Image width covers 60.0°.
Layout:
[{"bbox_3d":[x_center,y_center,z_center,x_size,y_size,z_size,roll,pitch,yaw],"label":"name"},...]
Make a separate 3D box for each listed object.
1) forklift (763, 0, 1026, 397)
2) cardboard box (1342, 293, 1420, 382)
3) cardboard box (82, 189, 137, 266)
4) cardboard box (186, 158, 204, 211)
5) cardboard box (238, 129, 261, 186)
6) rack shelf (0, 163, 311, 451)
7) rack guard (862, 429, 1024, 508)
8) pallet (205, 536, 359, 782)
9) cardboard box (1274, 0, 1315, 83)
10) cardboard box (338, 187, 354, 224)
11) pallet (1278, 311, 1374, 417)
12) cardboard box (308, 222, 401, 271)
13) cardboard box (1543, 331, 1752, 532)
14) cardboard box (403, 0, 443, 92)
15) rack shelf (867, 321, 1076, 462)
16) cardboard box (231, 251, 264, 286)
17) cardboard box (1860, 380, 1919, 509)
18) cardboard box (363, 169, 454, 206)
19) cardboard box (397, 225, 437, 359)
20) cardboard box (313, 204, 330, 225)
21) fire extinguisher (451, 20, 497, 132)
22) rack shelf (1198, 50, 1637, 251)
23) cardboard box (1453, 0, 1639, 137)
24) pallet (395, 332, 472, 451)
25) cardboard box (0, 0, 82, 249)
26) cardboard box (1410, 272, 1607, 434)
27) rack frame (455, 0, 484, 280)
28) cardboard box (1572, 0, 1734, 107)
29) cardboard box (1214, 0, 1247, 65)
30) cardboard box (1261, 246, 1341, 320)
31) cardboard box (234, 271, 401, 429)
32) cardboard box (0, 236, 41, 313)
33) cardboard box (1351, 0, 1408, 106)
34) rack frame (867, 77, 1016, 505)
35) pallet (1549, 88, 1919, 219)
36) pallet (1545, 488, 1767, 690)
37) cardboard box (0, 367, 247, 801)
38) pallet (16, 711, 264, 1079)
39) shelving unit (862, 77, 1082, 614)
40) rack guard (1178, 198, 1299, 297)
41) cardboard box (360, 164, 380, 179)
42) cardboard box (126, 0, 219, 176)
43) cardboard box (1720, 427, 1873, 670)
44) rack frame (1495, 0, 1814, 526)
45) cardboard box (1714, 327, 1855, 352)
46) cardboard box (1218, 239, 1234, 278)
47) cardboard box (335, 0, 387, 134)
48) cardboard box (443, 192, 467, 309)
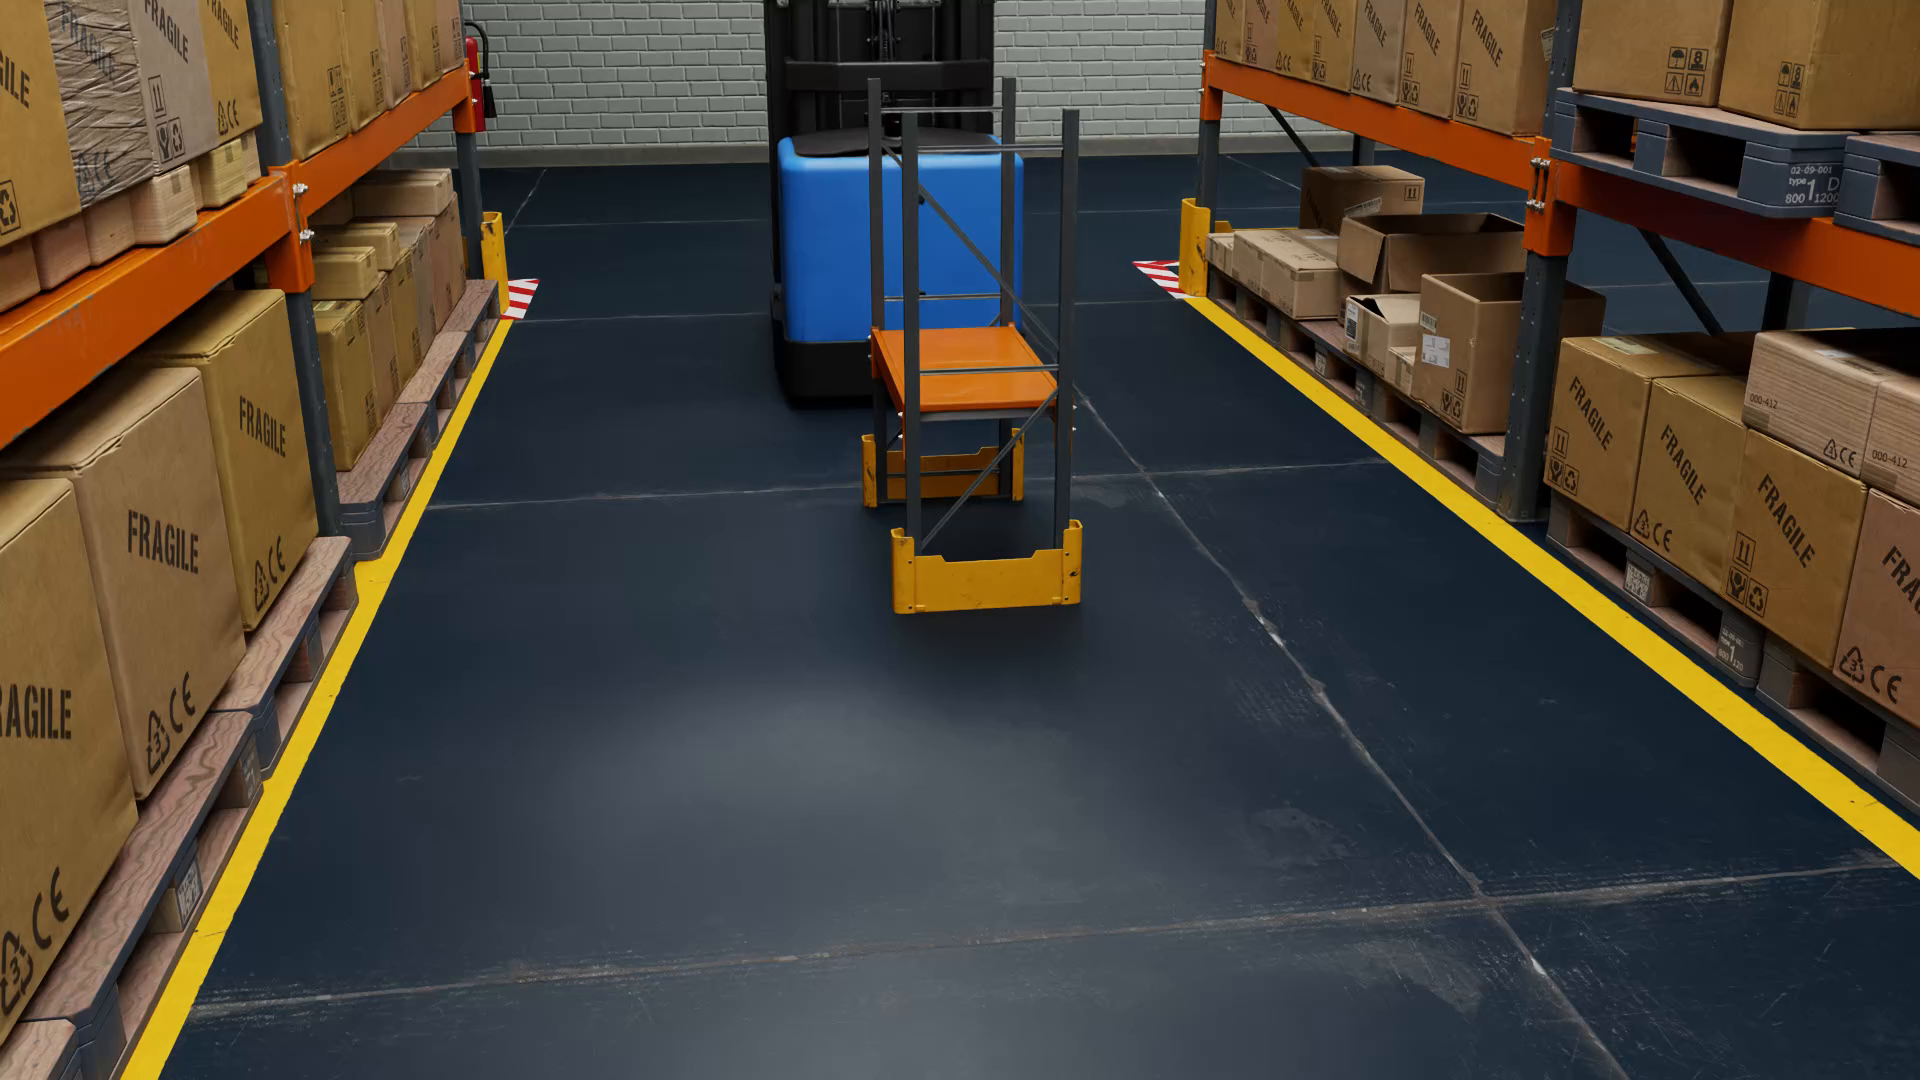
[{"bbox_3d":[-0.414,-2.465,8.126,1.130,2.935,3.031,-3,21,-7],"label":"forklift"},{"bbox_3d":[1.954,-0.891,7.030,0.500,0.311,0.500,-3,21,-8],"label":"cardboard box"},{"bbox_3d":[-2.029,-0.685,3.594,0.380,0.149,0.250,-3,21,-8],"label":"cardboard box"},{"bbox_3d":[-2.095,-0.862,4.067,0.380,0.149,0.250,-2,21,-6],"label":"cardboard box"},{"bbox_3d":[-2.148,-1.040,4.544,0.380,0.149,0.250,-3,21,-7],"label":"cardboard box"},{"bbox_3d":[-2.188,-0.222,3.050,1.077,0.370,4.000,-3,21,-8],"label":"rack shelf"},{"bbox_3d":[-0.061,-0.263,6.063,0.587,0.250,0.087,-3,21,-8],"label":"rack guard"},{"bbox_3d":[-2.291,0.319,4.561,1.003,0.211,1.213,-3,21,-8],"label":"pallet"},{"bbox_3d":[1.800,-2.415,7.751,0.500,0.500,0.500,-3,21,-8],"label":"cardboard box"},{"bbox_3d":[-2.960,-1.499,7.489,0.380,0.149,0.250,-3,21,-7],"label":"cardboard box"},{"bbox_3d":[2.148,-0.857,7.709,1.003,0.211,1.213,-3,21,-8],"label":"pallet"},{"bbox_3d":[-2.427,-1.153,6.562,0.380,0.149,0.250,-4,21,-9],"label":"cardboard box"},{"bbox_3d":[2.253,-0.358,5.330,0.500,0.500,0.500,-4,21,-10],"label":"cardboard box"},{"bbox_3d":[-2.854,-2.349,7.290,0.980,0.700,0.700,-3,21,-8],"label":"cardboard box"},{"bbox_3d":[0.012,-0.505,5.438,0.538,0.185,1.000,-3,21,-8],"label":"rack shelf"},{"bbox_3d":[-2.775,-1.058,6.307,0.380,0.149,0.250,-4,21,-9],"label":"cardboard box"},{"bbox_3d":[2.470,-0.189,3.807,0.500,0.250,0.500,-3,21,-9],"label":"cardboard box"},{"bbox_3d":[-2.655,-1.693,8.007,0.380,0.149,0.250,-3,21,-8],"label":"cardboard box"},{"bbox_3d":[-2.708,-1.077,7.285,0.700,0.500,0.500,-4,21,-10],"label":"cardboard box"},{"bbox_3d":[-2.885,-1.323,7.015,0.380,0.149,0.250,-3,21,-7],"label":"cardboard box"},{"bbox_3d":[-2.618,-2.501,8.768,0.296,0.674,0.183,-3,21,-8],"label":"fire extinguisher"},{"bbox_3d":[2.136,-1.858,7.431,1.077,0.370,4.000,-3,21,-8],"label":"rack shelf"},{"bbox_3d":[2.099,-1.709,5.862,0.500,0.500,0.500,-3,21,-7],"label":"cardboard box"},{"bbox_3d":[-2.688,-0.635,7.115,1.003,0.211,1.213,-3,21,-8],"label":"pallet"},{"bbox_3d":[-1.936,-0.776,2.911,0.500,0.500,0.500,-2,21,-6],"label":"cardboard box"},{"bbox_3d":[2.062,-0.720,6.301,0.500,0.500,0.500,-3,21,-8],"label":"cardboard box"},{"bbox_3d":[-3.053,-2.636,8.487,1.000,3.000,0.127,-3,21,-8],"label":"rack frame"},{"bbox_3d":[2.272,-1.570,4.891,0.700,0.500,0.500,-10,23,-26],"label":"cardboard box"},{"bbox_3d":[1.651,-2.767,8.695,0.500,0.500,0.500,-2,21,-7],"label":"cardboard box"},{"bbox_3d":[1.790,-1.256,8.094,0.500,0.250,0.500,-3,21,-8],"label":"cardboard box"},{"bbox_3d":[-2.552,-0.715,6.316,0.700,0.500,0.500,-3,21,-8],"label":"cardboard box"},{"bbox_3d":[-1.981,-0.505,3.112,0.380,0.149,0.250,-2,21,-6],"label":"cardboard box"},{"bbox_3d":[1.947,-2.065,6.816,0.500,0.500,0.500,-2,21,-7],"label":"cardboard box"},{"bbox_3d":[-0.061,-0.849,5.846,0.500,1.500,0.032,-3,21,-8],"label":"rack frame"},{"bbox_3d":[2.432,-1.130,4.729,1.003,0.211,1.213,-3,21,-8],"label":"pallet"},{"bbox_3d":[2.579,0.084,5.190,1.003,0.211,1.213,-3,21,-8],"label":"pallet"},{"bbox_3d":[-2.123,0.085,3.673,0.750,0.750,0.750,-2,21,-6],"label":"cardboard box"},{"bbox_3d":[-2.112,0.742,3.428,1.003,0.211,1.213,-3,21,-8],"label":"pallet"},{"bbox_3d":[0.011,-0.676,5.383,0.587,1.500,1.083,-3,21,-8],"label":"shelving unit"},{"bbox_3d":[1.859,-1.690,9.526,1.175,0.500,0.348,-3,21,-8],"label":"rack guard"},{"bbox_3d":[-3.069,-1.761,8.190,0.380,0.149,0.250,-3,21,-7],"label":"cardboard box"},{"bbox_3d":[-2.077,-1.123,3.840,0.500,0.500,0.500,-3,21,-7],"label":"cardboard box"},{"bbox_3d":[2.406,0.000,4.373,0.500,0.500,0.500,-3,21,-7],"label":"cardboard box"},{"bbox_3d":[2.425,-1.502,5.451,1.000,3.000,0.127,-3,21,-8],"label":"rack frame"},{"bbox_3d":[2.780,-0.381,5.393,0.500,0.500,0.500,-3,21,-8],"label":"cardboard box"},{"bbox_3d":[1.604,-1.517,8.911,0.380,0.166,0.250,-3,21,-8],"label":"cardboard box"},{"bbox_3d":[-2.638,-1.833,5.909,0.980,0.700,0.700,-3,21,-9],"label":"cardboard box"},{"bbox_3d":[-2.853,-1.424,8.215,0.700,0.500,0.500,-3,21,-8],"label":"cardboard box"}]
